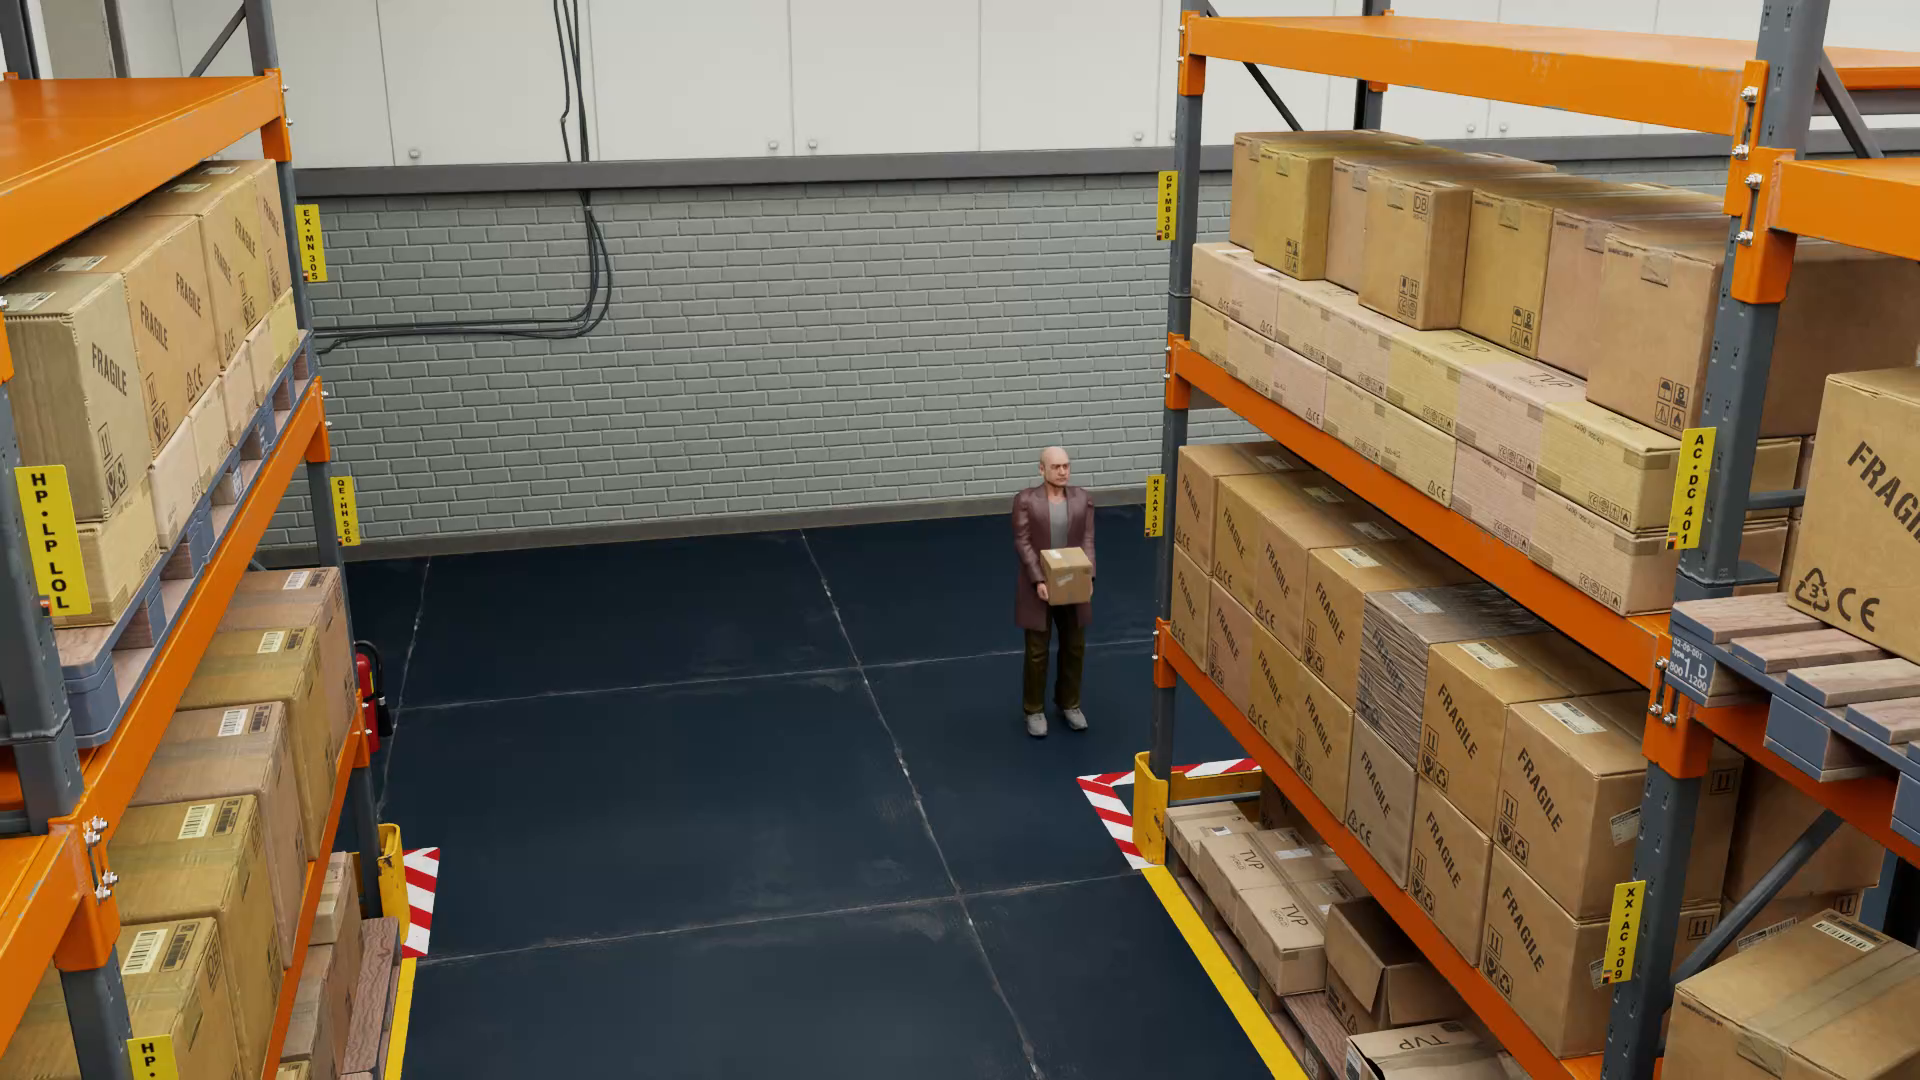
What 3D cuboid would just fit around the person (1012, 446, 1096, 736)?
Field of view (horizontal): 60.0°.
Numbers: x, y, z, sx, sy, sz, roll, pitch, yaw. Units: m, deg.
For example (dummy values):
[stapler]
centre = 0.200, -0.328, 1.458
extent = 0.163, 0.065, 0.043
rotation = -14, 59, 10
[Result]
[person]
centre = 0.598, 0.330, 10.157
extent = 0.526, 1.769, 0.553
rotation = -4, 20, -12
